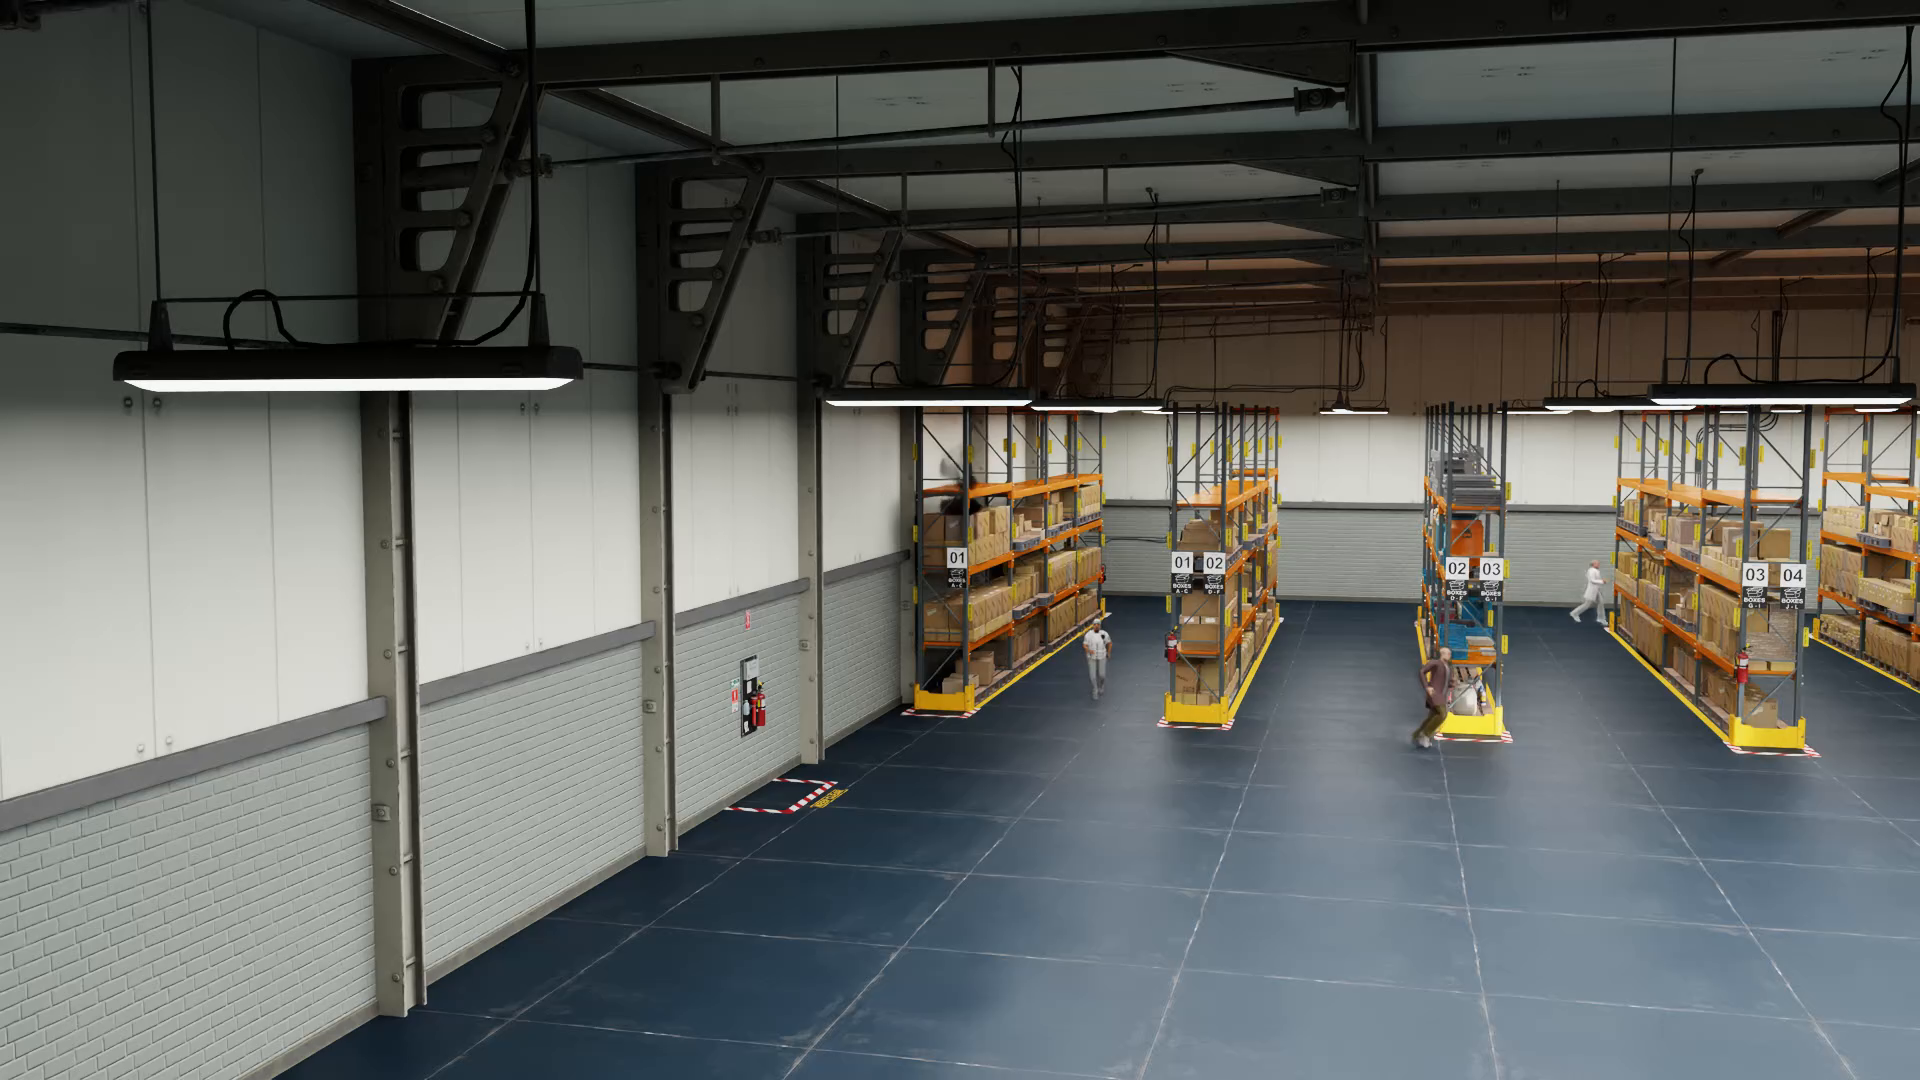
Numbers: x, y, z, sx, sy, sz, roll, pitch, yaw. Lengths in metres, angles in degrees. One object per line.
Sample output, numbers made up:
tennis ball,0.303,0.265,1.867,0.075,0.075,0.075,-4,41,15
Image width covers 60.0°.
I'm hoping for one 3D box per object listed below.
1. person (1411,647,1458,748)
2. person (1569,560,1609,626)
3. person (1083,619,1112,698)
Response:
person,8.302,2.732,29.021,0.715,1.702,0.848,4,6,43
person,17.422,1.444,45.911,1.046,1.812,0.725,3,5,32
person,2.794,2.417,33.813,0.600,1.628,0.538,0,4,4
